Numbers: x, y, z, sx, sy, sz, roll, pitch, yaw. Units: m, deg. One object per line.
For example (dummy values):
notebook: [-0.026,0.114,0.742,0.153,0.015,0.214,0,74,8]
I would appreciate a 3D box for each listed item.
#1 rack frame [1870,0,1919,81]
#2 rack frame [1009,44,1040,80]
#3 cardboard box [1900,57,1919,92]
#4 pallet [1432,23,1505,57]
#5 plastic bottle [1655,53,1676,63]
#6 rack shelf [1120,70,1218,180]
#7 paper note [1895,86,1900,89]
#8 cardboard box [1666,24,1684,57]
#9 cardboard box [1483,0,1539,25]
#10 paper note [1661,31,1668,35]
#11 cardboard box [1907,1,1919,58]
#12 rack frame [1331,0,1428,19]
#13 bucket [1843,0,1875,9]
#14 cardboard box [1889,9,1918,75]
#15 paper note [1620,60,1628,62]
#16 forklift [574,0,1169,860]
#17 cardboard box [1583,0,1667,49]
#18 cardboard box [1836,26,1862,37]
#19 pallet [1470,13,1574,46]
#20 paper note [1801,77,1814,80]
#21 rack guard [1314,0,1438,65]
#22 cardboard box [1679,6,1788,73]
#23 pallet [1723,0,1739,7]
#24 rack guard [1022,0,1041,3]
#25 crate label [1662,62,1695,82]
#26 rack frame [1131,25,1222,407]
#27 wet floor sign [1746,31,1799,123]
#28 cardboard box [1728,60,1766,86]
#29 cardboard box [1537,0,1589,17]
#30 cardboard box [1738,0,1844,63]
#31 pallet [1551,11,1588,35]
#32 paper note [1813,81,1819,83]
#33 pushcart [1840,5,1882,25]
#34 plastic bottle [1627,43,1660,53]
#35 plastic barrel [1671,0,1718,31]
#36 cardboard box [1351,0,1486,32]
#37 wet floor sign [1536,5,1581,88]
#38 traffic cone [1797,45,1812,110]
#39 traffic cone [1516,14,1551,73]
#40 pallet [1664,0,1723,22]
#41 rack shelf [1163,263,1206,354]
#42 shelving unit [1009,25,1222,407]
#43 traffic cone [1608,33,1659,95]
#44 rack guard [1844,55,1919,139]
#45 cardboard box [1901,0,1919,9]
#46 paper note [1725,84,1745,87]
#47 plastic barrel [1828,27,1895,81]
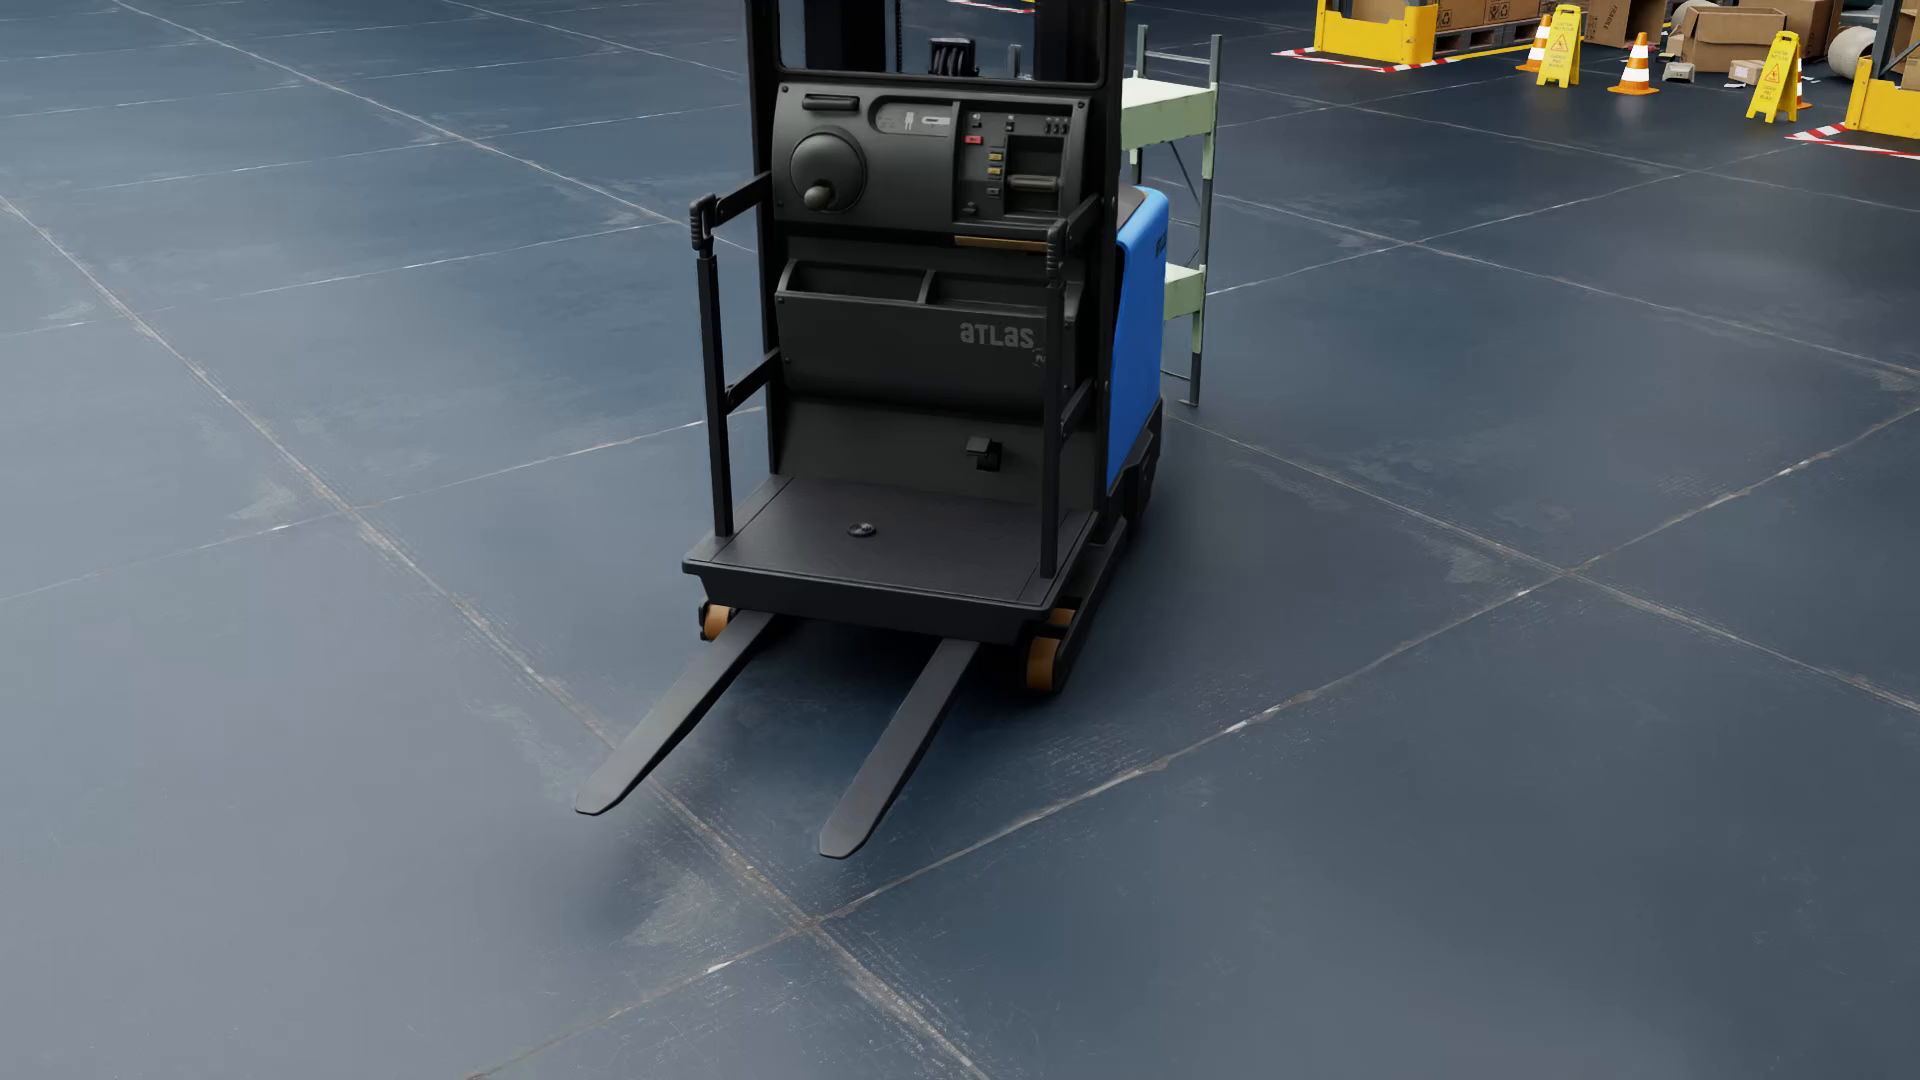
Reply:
rack frame: [6.977,-4.255,11.356,0.127,3.000,1.000,-18,31,-34]
rack frame: [0.326,-1.083,6.302,0.023,1.500,0.400,-22,33,-39]
cardboard box: [7.466,-3.504,12.504,0.500,0.250,0.500,-18,31,-34]
pallet: [4.424,-4.838,15.923,1.213,0.211,1.003,-18,31,-34]
plastic bottle: [6.435,-4.396,15.149,0.133,0.061,0.283,15,29,29]
rack shelf: [0.589,-1.544,6.369,0.720,0.370,0.431,-22,33,-39]
paper note: [7.780,-3.781,13.860,0.142,0.019,0.148,15,29,29]
cardboard box: [6.774,-4.611,15.371,0.258,0.266,0.396,-13,28,-25]
cardboard box: [5.027,-5.523,16.112,0.875,0.875,0.875,-19,31,-35]
paper note: [7.020,-5.087,16.674,0.147,0.020,0.142,5,25,11]
cardboard box: [7.446,-3.833,12.323,0.500,0.500,0.500,-18,30,-34]
rack frame: [3.843,-5.869,14.833,0.127,3.000,1.000,-18,31,-34]
bucket: [8.306,-5.314,15.719,0.620,0.611,0.726,2,23,-21]
cardboard box: [8.442,-4.334,14.492,0.500,0.500,0.500,1,25,2]
paper note: [6.091,-4.356,15.101,0.142,0.017,0.144,-8,26,-16]
forklift: [-0.151,-1.071,4.576,1.130,2.935,3.031,7,26,15]
cardboard box: [6.402,-5.032,15.996,0.500,0.500,0.500,-13,28,-25]
cardboard box: [8.159,-4.554,15.247,0.258,0.266,0.396,5,25,11]
pallet: [5.383,-5.153,16.602,1.213,0.211,1.003,-18,31,-34]
paper note: [7.253,-3.979,14.302,0.142,0.019,0.148,-8,26,-16]
rack guard: [3.824,-4.729,15.346,0.348,0.500,1.175,-18,31,-34]
cardboard box: [6.797,-4.418,14.672,0.797,0.503,0.637,5,25,11]
pallet: [8.512,-6.187,18.831,1.213,0.211,1.003,-18,31,-34]
rack guard: [0.921,-6.424,18.999,0.348,0.500,1.175,-18,31,-34]
crate label: [6.147,-4.000,14.207,0.250,0.136,0.298,10,27,20]
rack frame: [0.851,-1.298,6.764,0.023,1.500,0.400,-22,33,-39]
wet floor sign: [6.167,-3.493,12.509,0.232,0.644,0.267,-8,26,-16]
cardboard box: [6.761,-3.972,14.131,0.250,0.149,0.380,-3,25,-7]
cardboard box: [5.745,-5.759,16.621,0.875,0.875,0.875,-18,30,-34]
cardboard box: [7.527,-4.725,15.173,0.503,0.637,0.797,-18,31,-34]
pallet: [6.344,-5.472,17.289,1.213,0.211,1.003,-18,31,-34]
paper note: [7.278,-3.898,14.136,0.123,0.001,0.032,-18,31,-34]
pushcart: [8.678,-4.847,15.746,1.648,0.377,0.936,15,29,29]
plastic bottle: [6.452,-4.636,15.667,0.283,0.061,0.133,15,29,29]
plastic barrel: [7.044,-4.937,15.884,0.421,0.421,0.512,1,25,2]
cardboard box: [4.336,-5.294,15.618,0.875,0.875,0.875,-18,30,-34]
wet floor sign: [5.042,-4.138,13.899,0.267,0.644,0.232,21,32,37]
traffic cone: [6.519,-3.644,13.052,0.334,0.463,0.336,-18,31,-34]
traffic cone: [5.137,-4.386,14.651,0.334,0.463,0.336,-18,31,-34]
pallet: [7.551,-5.869,18.144,1.213,0.211,1.003,-18,31,-34]
rack shelf: [0.589,-0.894,6.670,0.720,0.370,0.431,-22,33,-39]
shelving unit: [0.589,-1.190,6.533,0.755,1.500,0.431,-22,33,-39]
traffic cone: [5.567,-3.923,13.654,0.334,0.463,0.336,-18,31,-34]
rack guard: [7.036,-3.141,11.925,0.348,0.500,1.175,-18,31,-34]
cardboard box: [9.002,-5.086,15.216,0.500,0.500,0.500,-18,31,-34]
paper note: [6.492,-3.814,13.931,0.148,0.019,0.142,15,29,29]
plastic barrel: [7.668,-4.125,14.135,0.421,0.421,0.512,1,25,2]
